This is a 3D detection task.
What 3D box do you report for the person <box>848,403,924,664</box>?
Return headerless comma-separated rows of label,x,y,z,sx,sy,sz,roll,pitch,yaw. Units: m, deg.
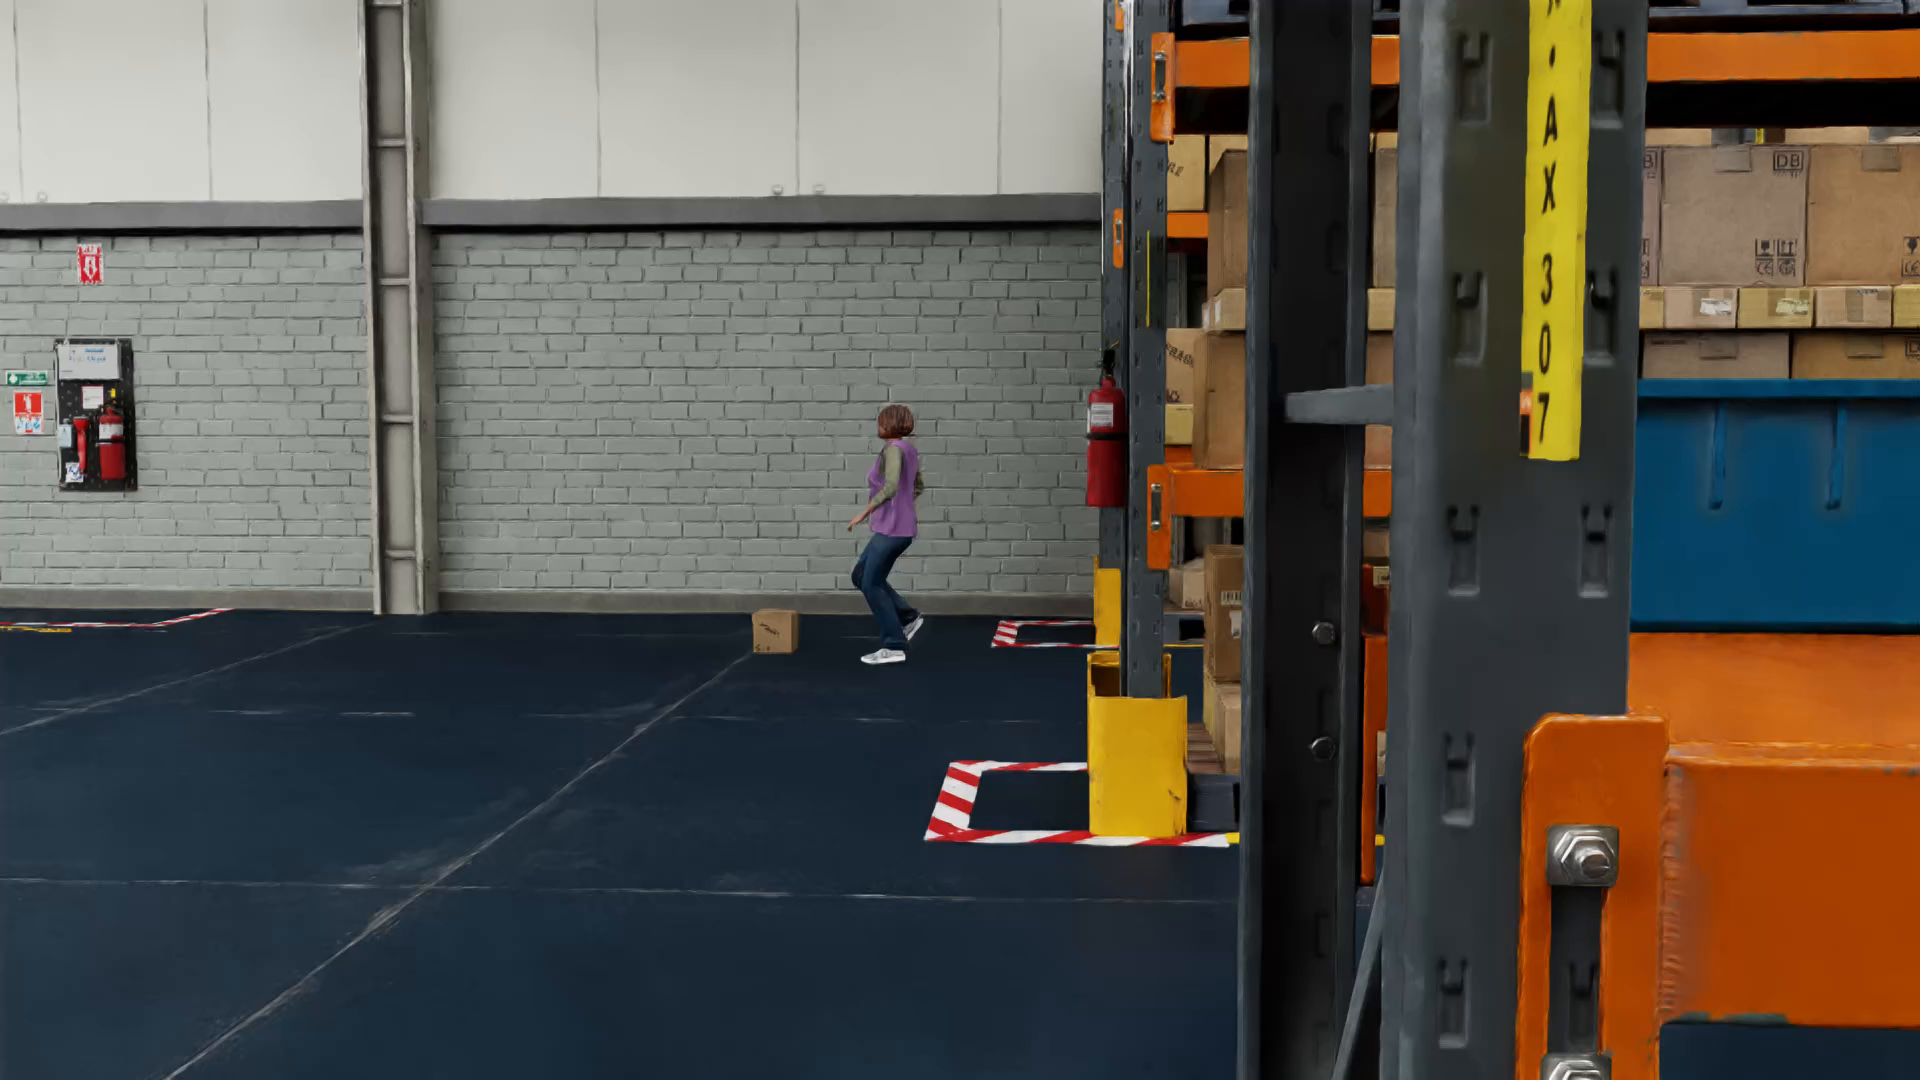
person,-0.459,-0.036,10.039,0.434,1.572,0.600,0,4,6
